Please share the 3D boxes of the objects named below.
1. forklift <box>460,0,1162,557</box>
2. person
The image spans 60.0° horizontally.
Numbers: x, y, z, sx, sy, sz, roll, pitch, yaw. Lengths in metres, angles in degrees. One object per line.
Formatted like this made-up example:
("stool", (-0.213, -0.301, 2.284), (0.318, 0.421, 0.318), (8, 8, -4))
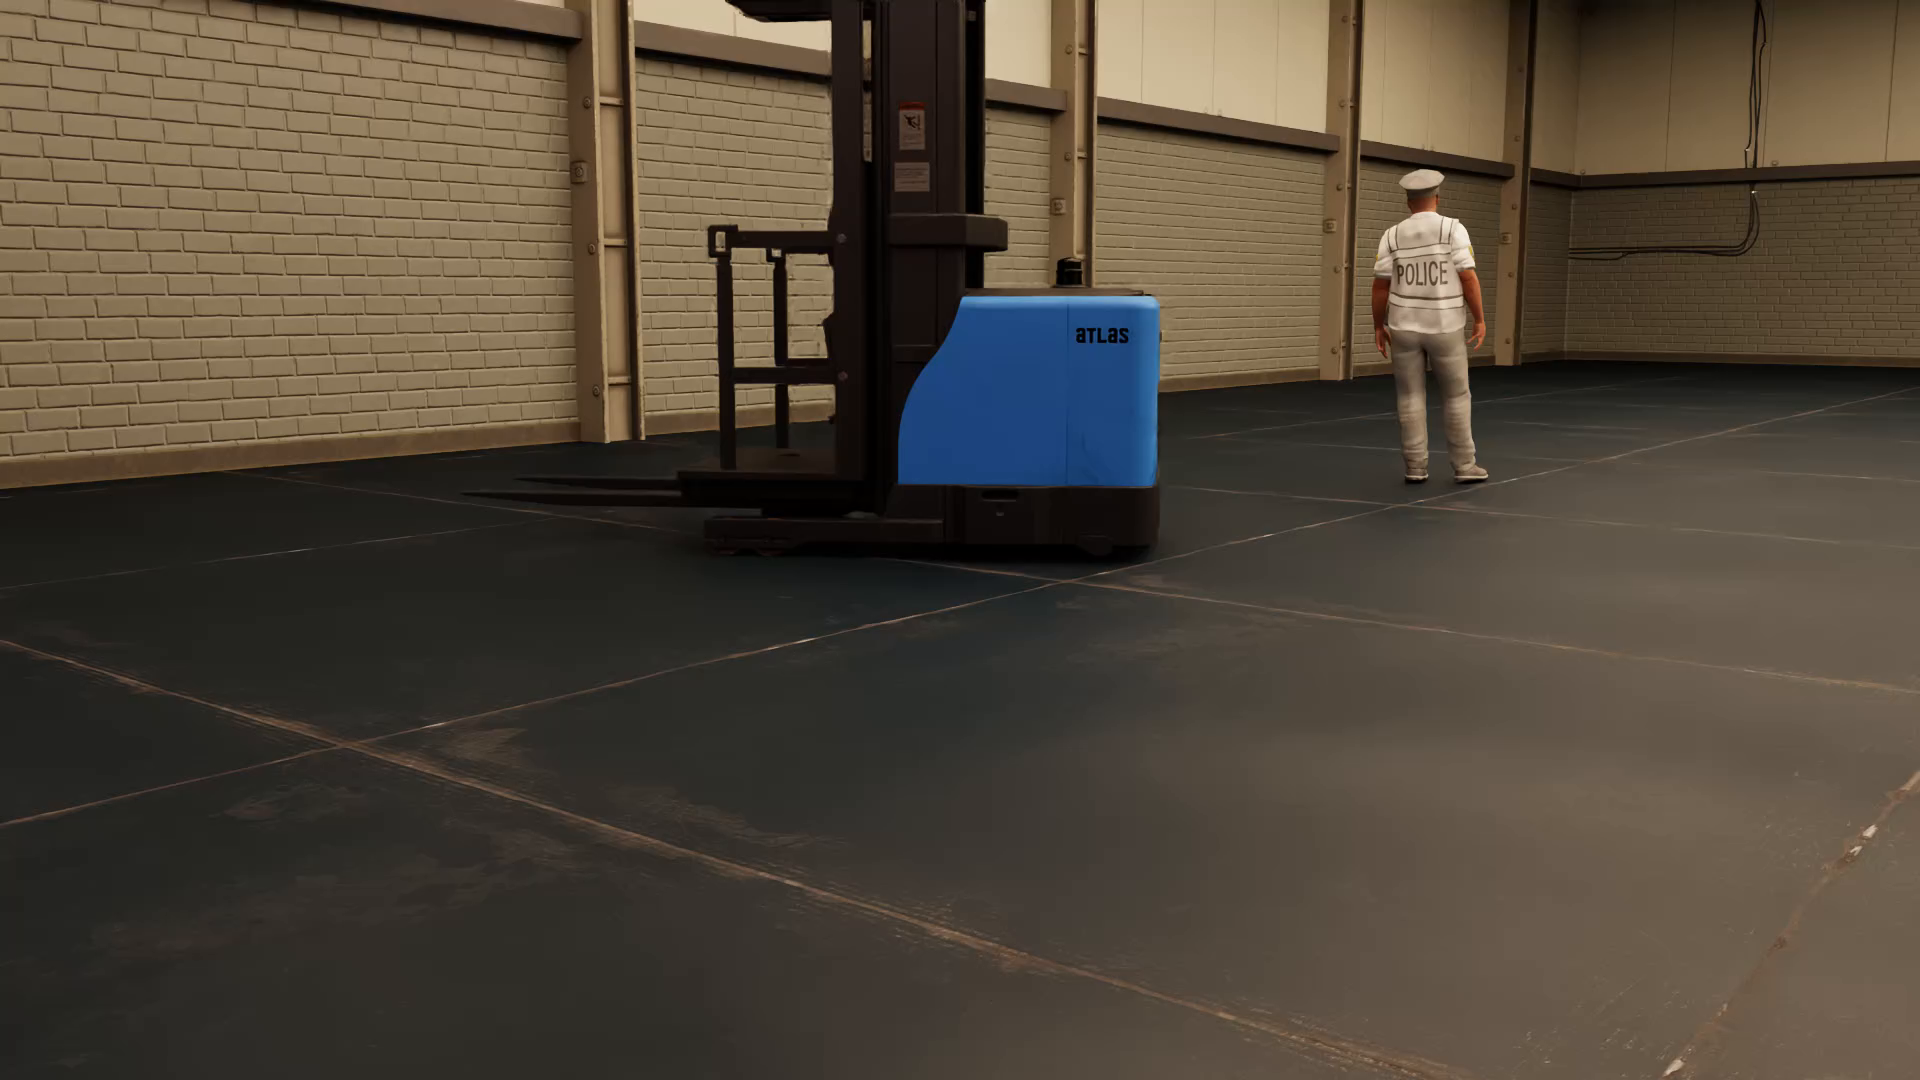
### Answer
("forklift", (-0.641, -1.454, 7.220), (3.031, 2.935, 1.130), (1, 8, 7))
("person", (2.721, -1.230, 9.604), (0.640, 1.780, 0.575), (4, 9, 28))
